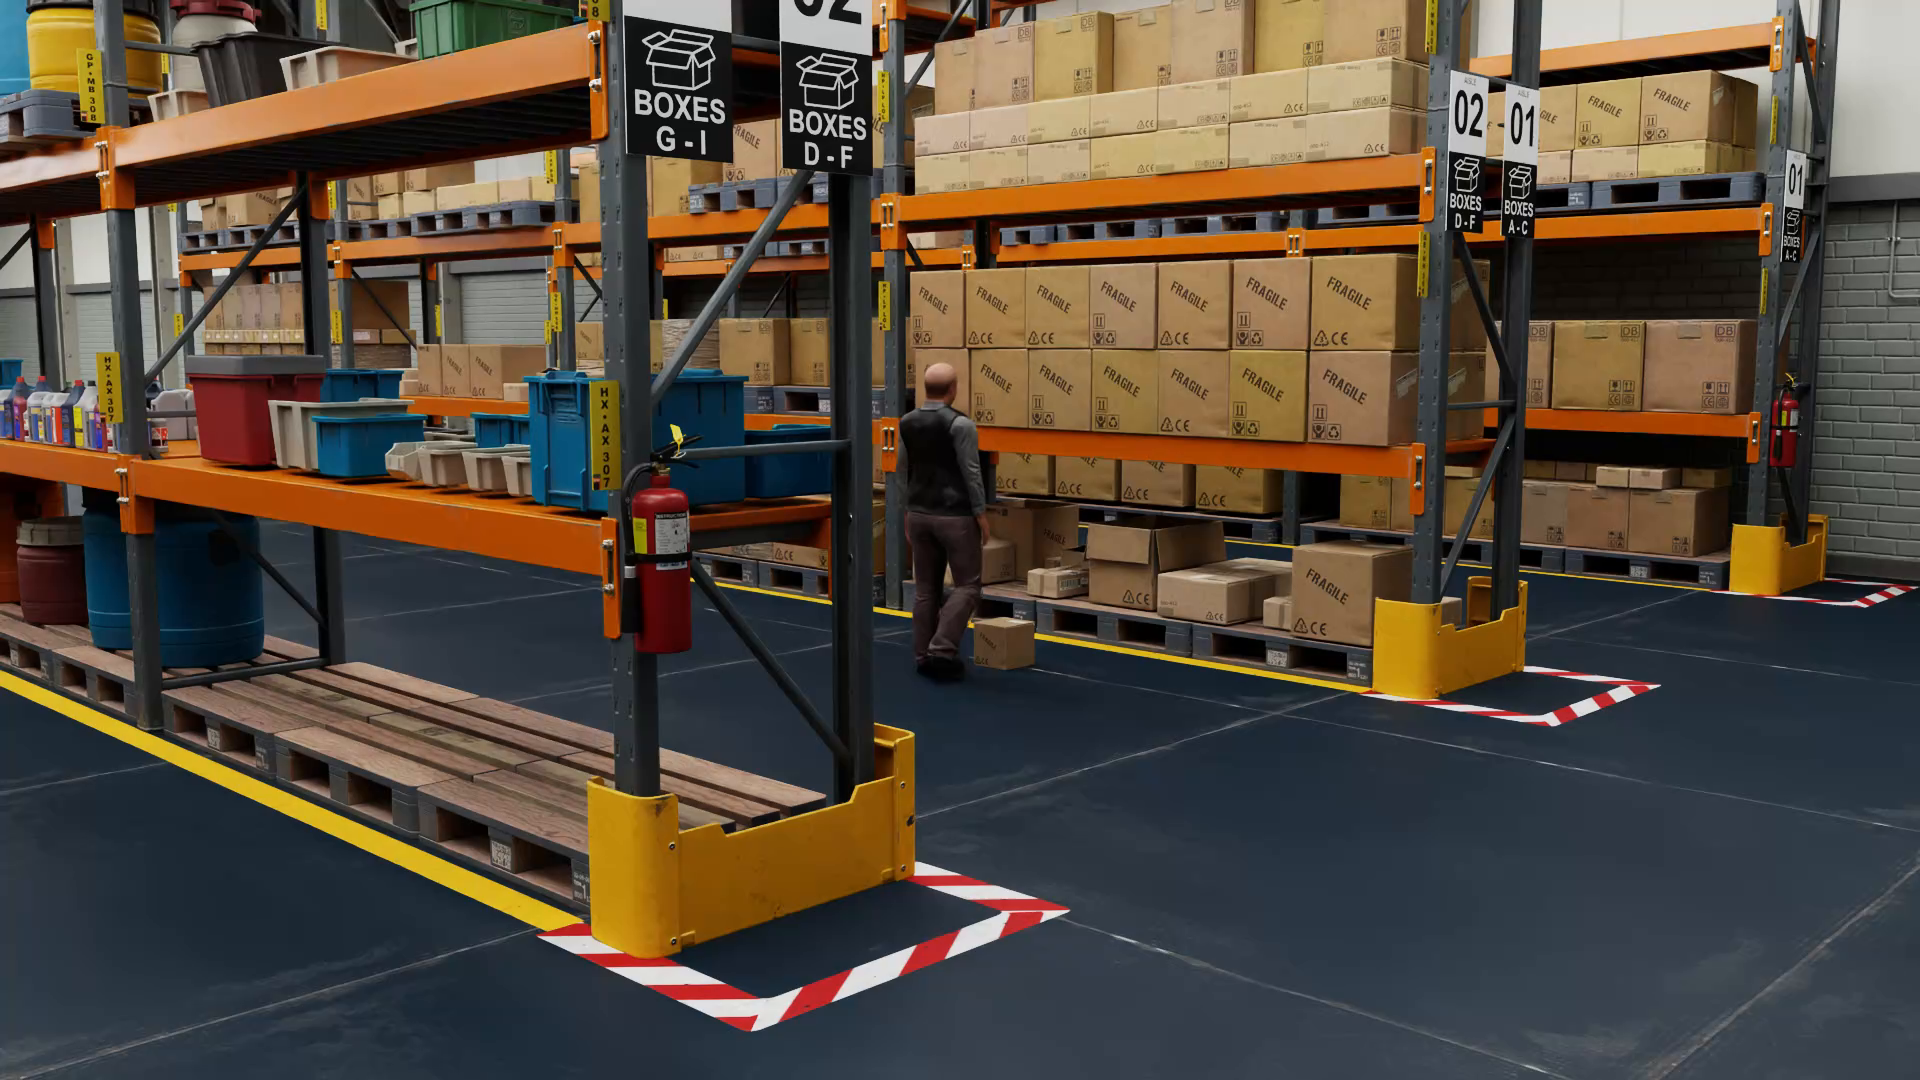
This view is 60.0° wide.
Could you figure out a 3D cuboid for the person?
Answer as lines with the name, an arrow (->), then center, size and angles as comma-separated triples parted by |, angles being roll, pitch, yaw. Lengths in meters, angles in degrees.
person -> -0.092, -0.104, 9.129 | 0.552, 1.731, 0.463 | 5, 9, 36
